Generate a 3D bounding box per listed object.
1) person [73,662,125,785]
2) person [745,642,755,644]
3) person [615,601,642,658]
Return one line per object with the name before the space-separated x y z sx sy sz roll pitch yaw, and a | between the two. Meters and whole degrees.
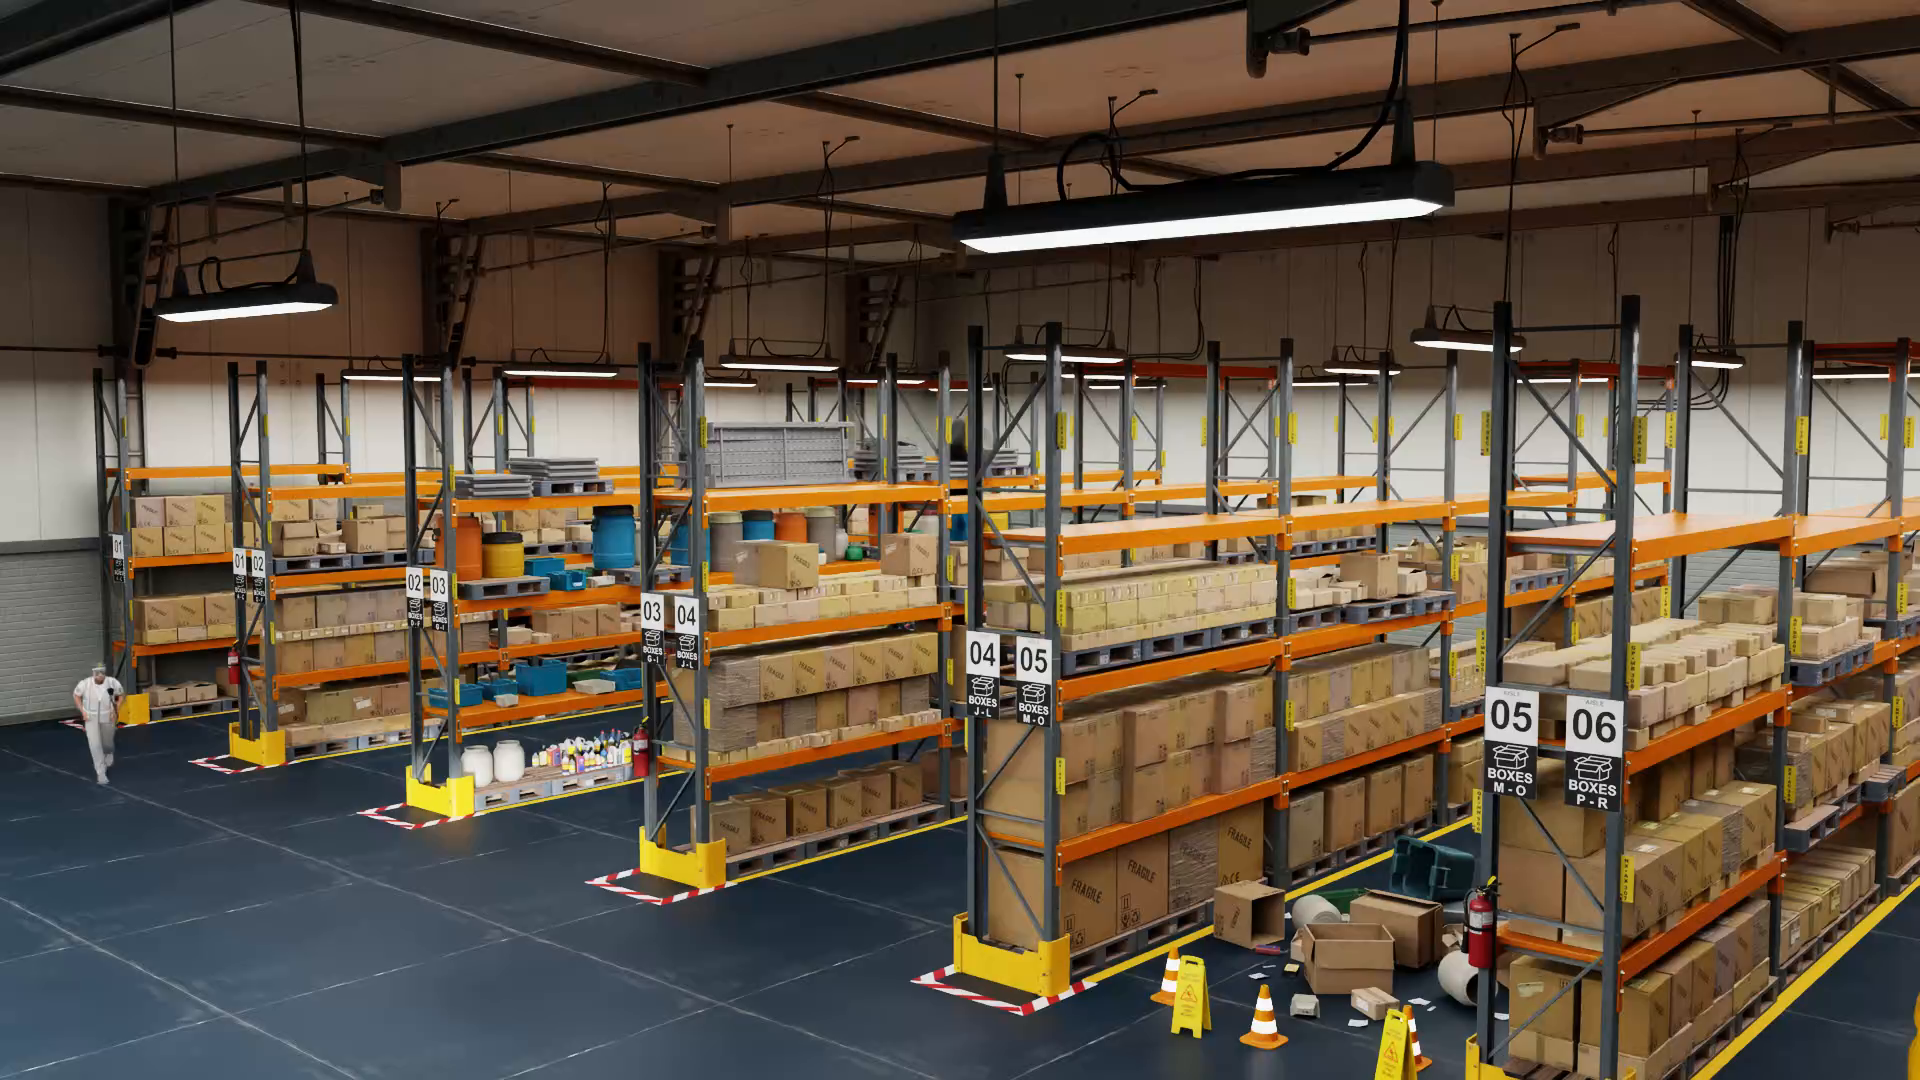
person | -12.319 2.567 23.824 0.646 1.730 0.974 -2 5 -22
person | -3.375 2.226 28.386 0.707 1.731 0.648 2 5 29
person | -6.458 1.966 32.773 0.601 1.588 0.803 2 4 20
